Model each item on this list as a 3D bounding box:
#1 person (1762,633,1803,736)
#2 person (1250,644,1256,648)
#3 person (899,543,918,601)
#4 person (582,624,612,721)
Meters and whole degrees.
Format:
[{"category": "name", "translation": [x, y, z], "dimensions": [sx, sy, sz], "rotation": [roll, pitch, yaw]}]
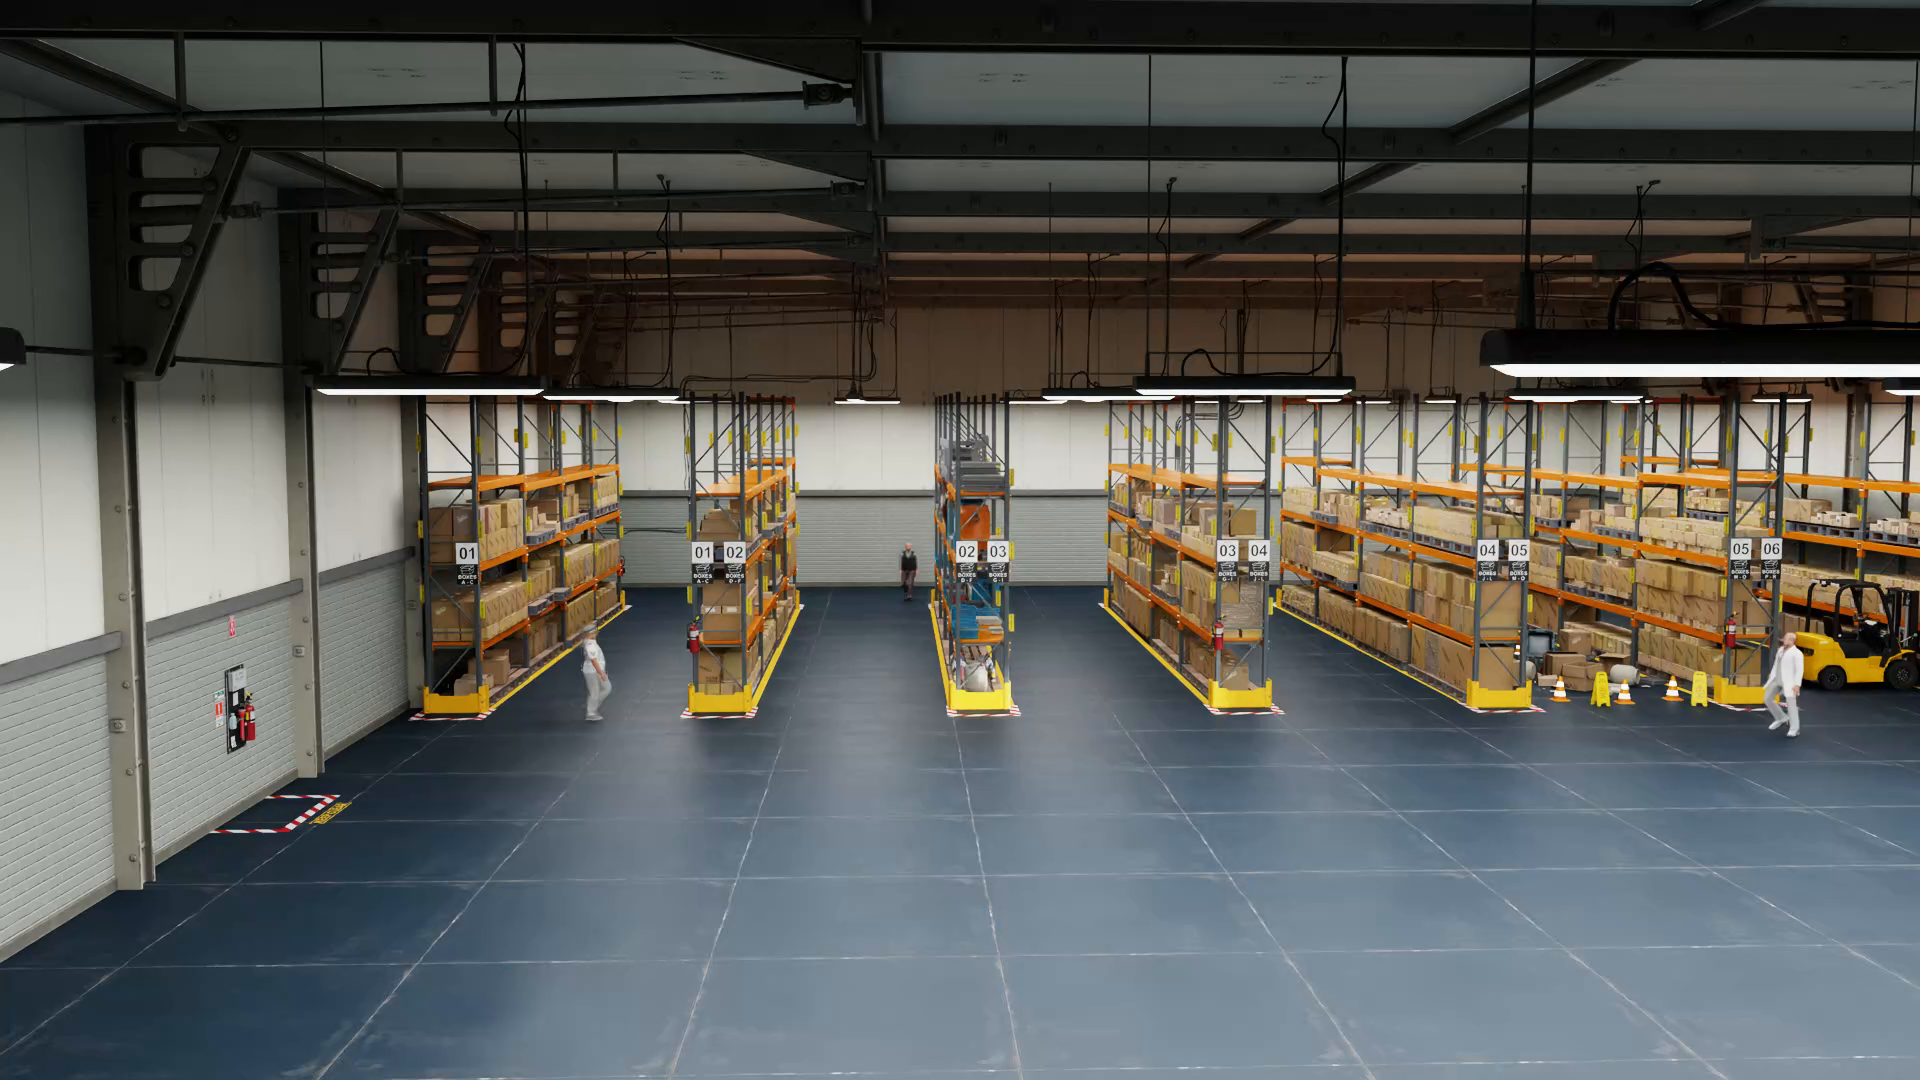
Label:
[{"category": "person", "translation": [14.419, 2.495, 29.049], "dimensions": [0.502, 1.779, 0.683], "rotation": [-3, 5, -29]}, {"category": "person", "translation": [6.885, 1.732, 39.649], "dimensions": [0.545, 1.621, 0.997], "rotation": [0, 5, 1]}, {"category": "person", "translation": [-1.533, 0.933, 49.237], "dimensions": [0.539, 1.717, 0.614], "rotation": [1, 5, 11]}, {"category": "person", "translation": [-6.641, 2.414, 30.214], "dimensions": [0.514, 1.775, 0.556], "rotation": [1, 5, 8]}]
